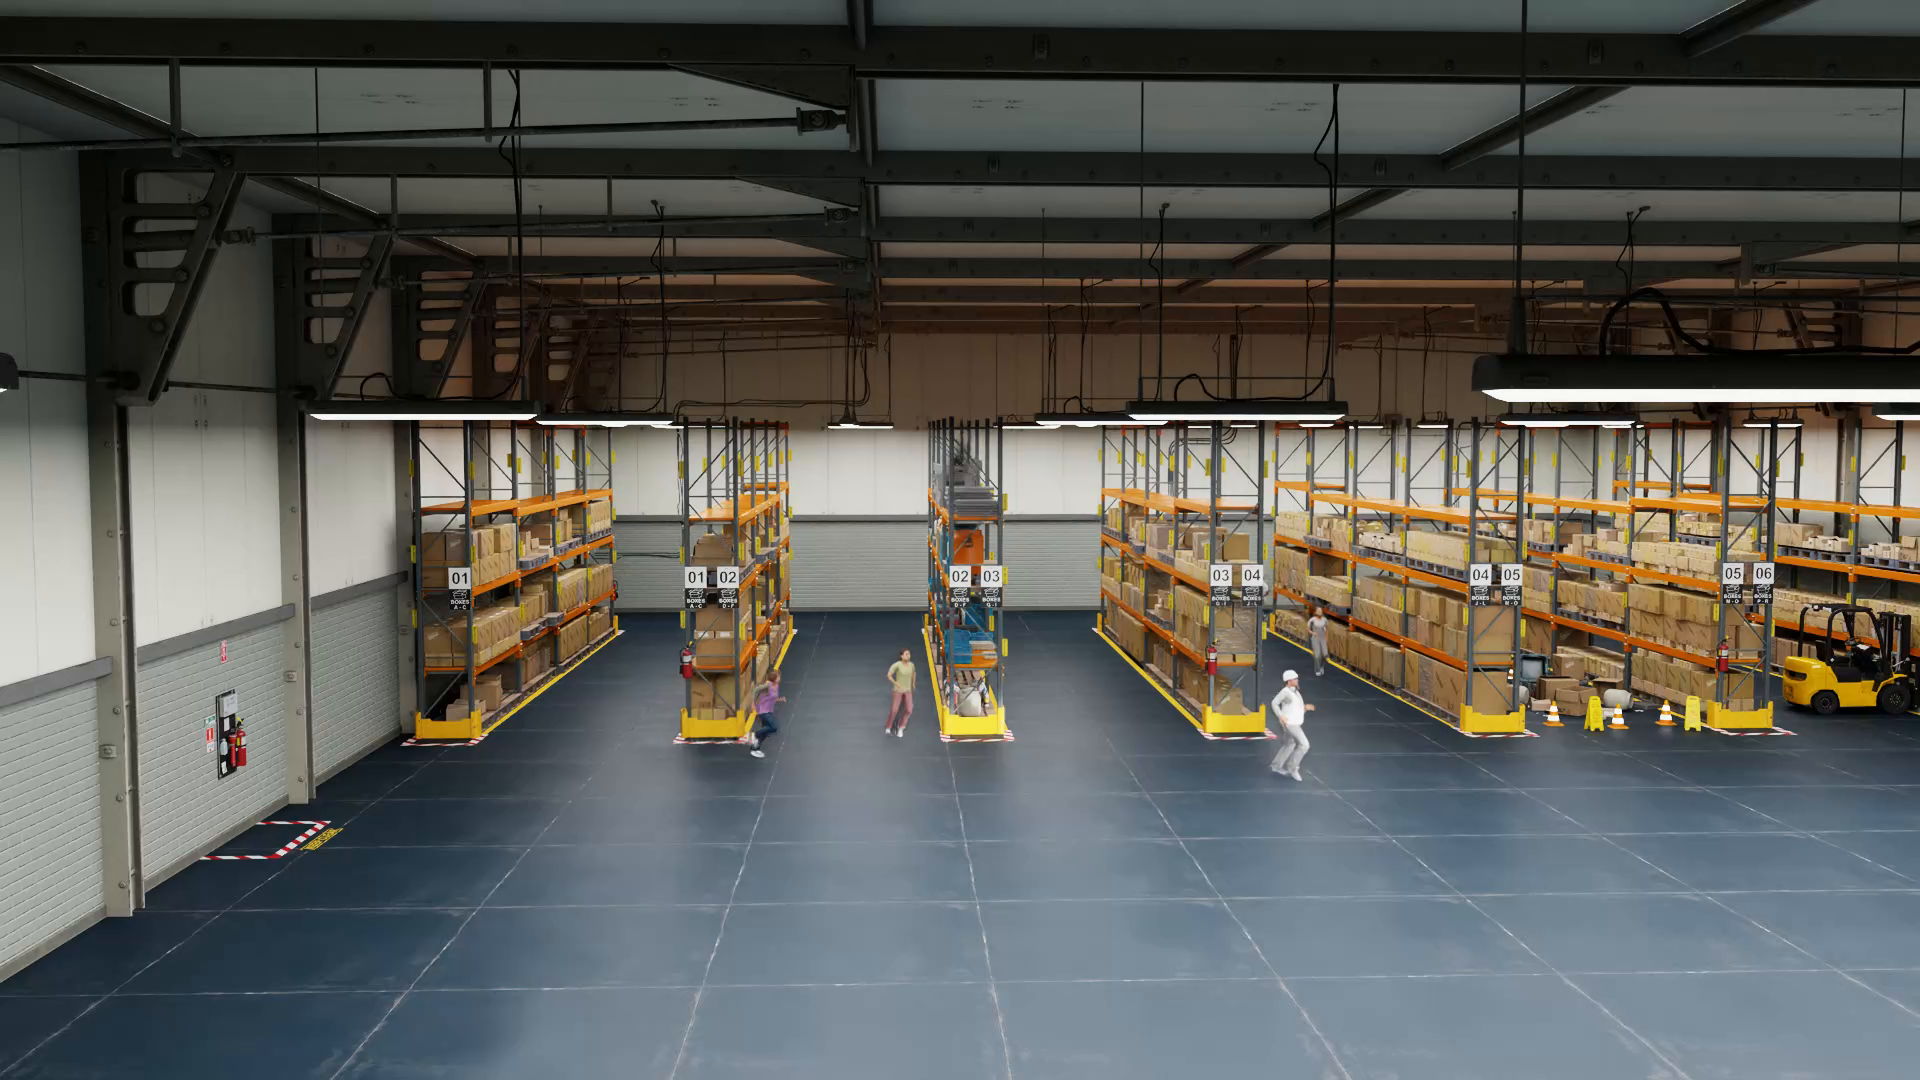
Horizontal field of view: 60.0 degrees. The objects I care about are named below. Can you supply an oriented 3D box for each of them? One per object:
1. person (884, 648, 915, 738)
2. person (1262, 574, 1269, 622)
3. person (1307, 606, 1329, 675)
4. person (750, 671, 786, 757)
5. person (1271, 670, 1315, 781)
[{"bbox_3d":[-1.072,2.864,31.321,0.636,1.660,0.664,-2,4,-23],"label":"person"},{"bbox_3d":[8.768,1.751,48.546,0.615,1.656,0.606,-2,4,-25],"label":"person"},{"bbox_3d":[8.385,2.363,38.846,0.567,1.630,0.550,0,4,-2],"label":"person"},{"bbox_3d":[-3.379,3.057,29.267,0.683,1.529,0.525,1,4,17],"label":"person"},{"bbox_3d":[5.483,3.052,27.437,0.729,1.807,0.627,2,4,24],"label":"person"}]
